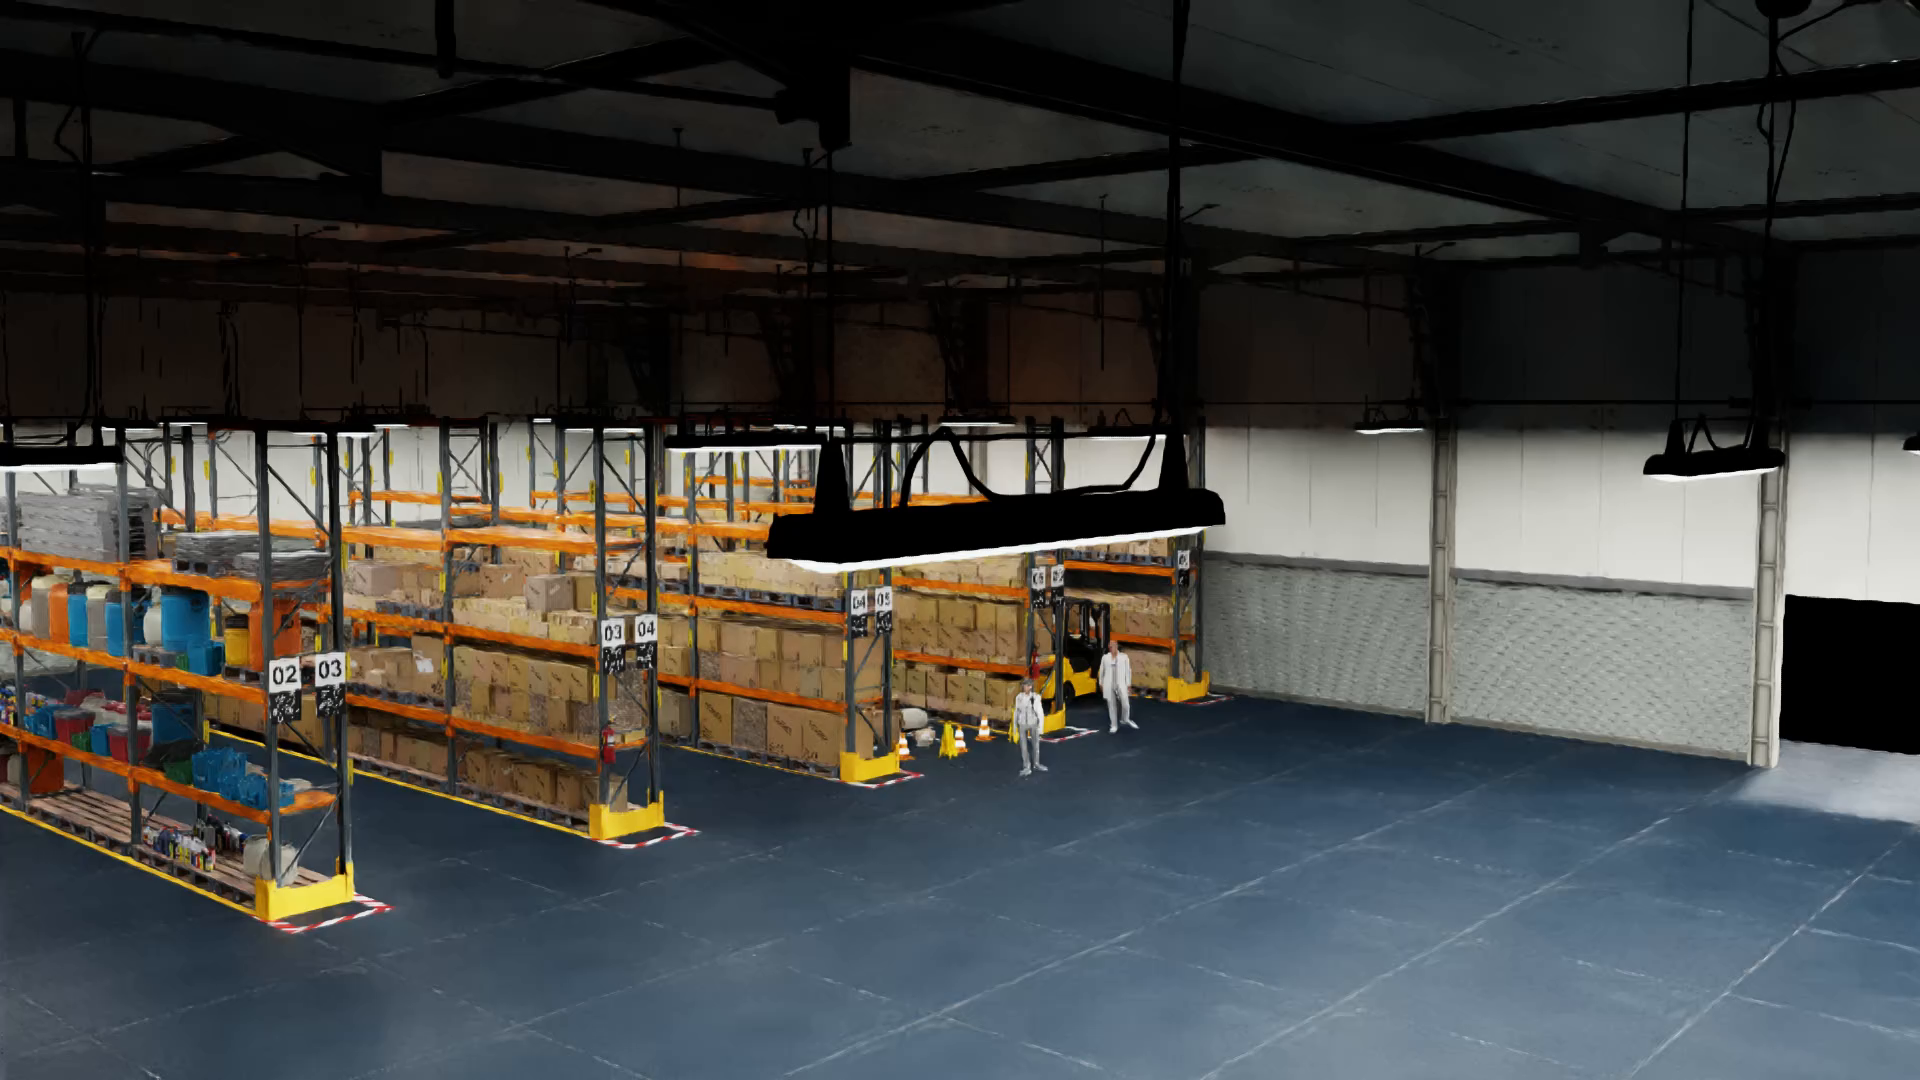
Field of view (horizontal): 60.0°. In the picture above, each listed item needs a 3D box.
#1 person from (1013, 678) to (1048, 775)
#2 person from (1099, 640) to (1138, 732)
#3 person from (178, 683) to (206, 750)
[{"bbox_3d":[1.194,3.156,28.383,0.569,1.654,0.522,1,5,14],"label":"person"},{"bbox_3d":[3.032,2.790,31.844,0.762,1.771,0.521,1,5,9],"label":"person"},{"bbox_3d":[-13.982,2.931,30.037,0.594,1.782,0.678,-3,5,-29],"label":"person"}]
